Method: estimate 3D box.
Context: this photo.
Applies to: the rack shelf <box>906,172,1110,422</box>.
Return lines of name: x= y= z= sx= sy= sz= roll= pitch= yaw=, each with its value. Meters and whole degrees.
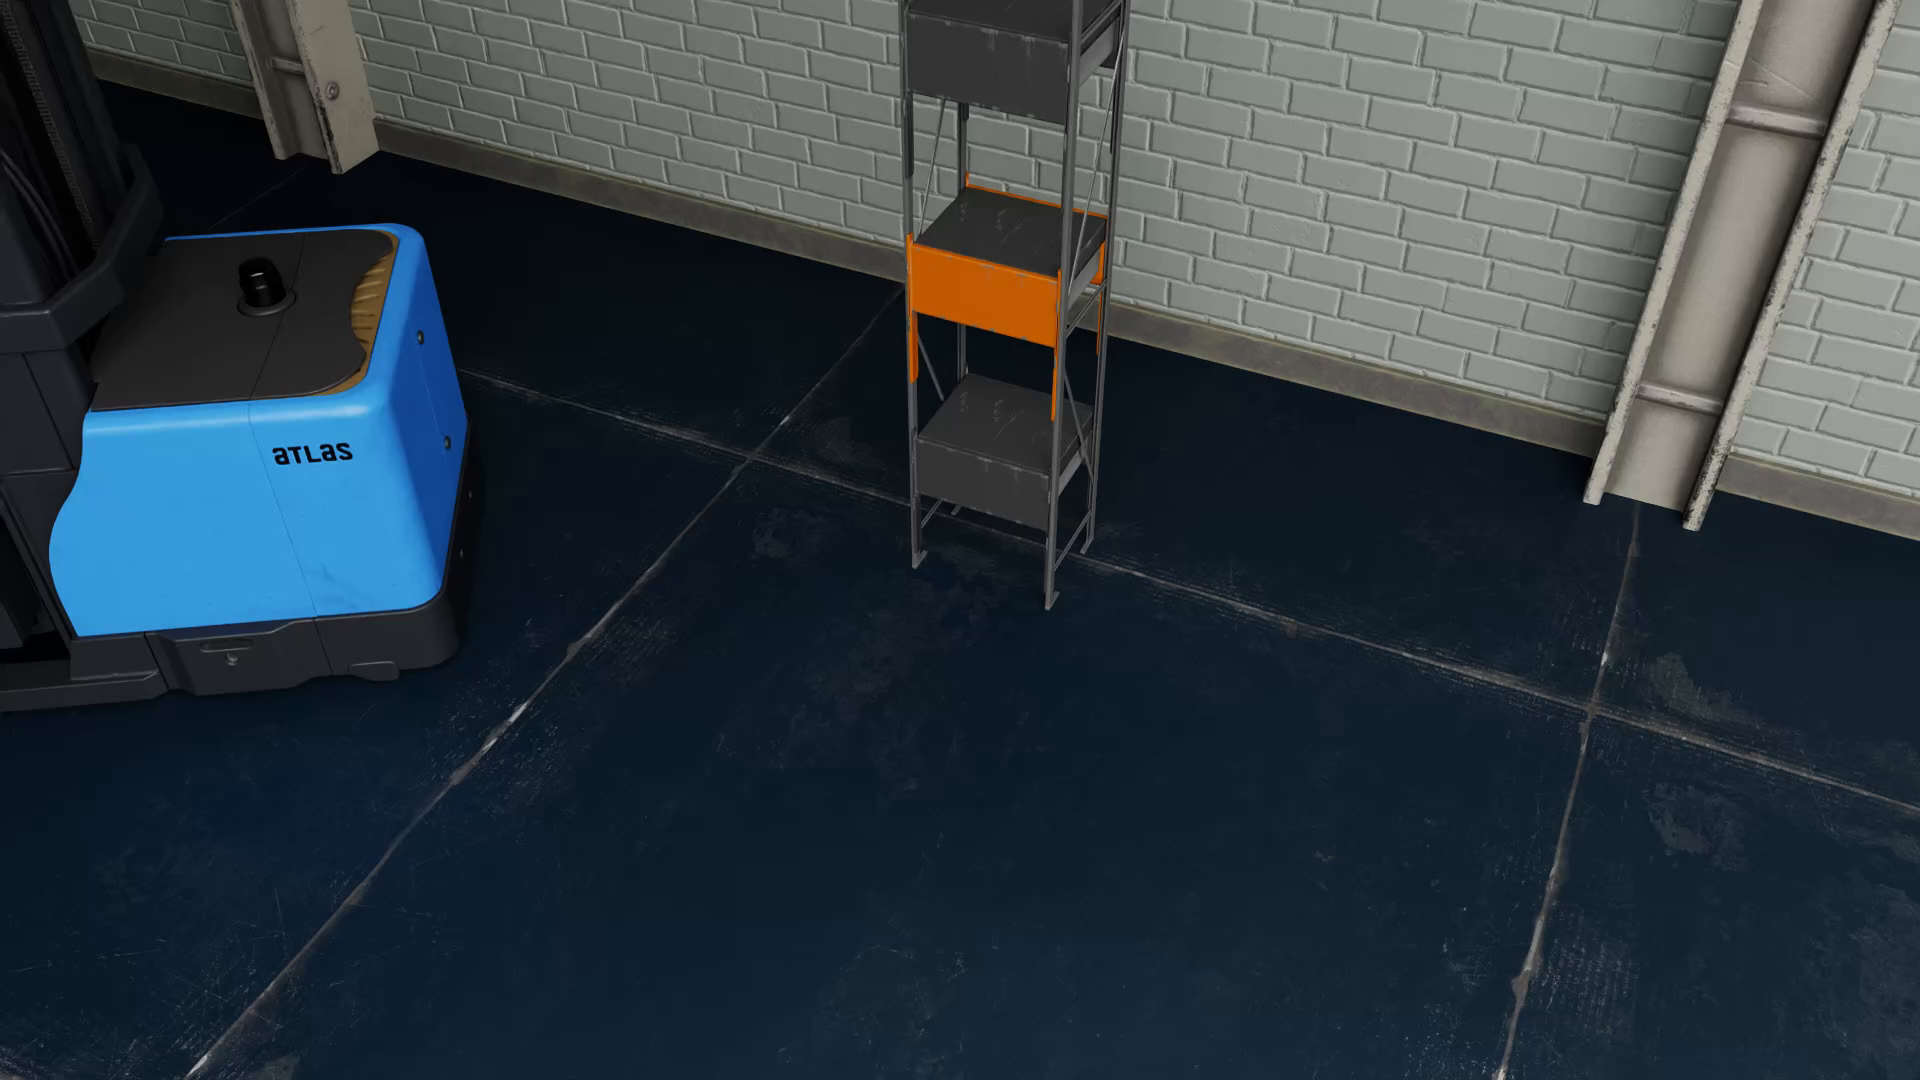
rack shelf: x=0.150 y=-0.737 z=5.018 sx=0.480 sy=0.518 sz=0.431 roll=17 pitch=44 yaw=19

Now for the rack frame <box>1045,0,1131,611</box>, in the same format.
rack frame: x=0.371 y=-0.680 z=4.931 sx=0.015 sy=2.100 sz=0.400 roll=17 pitch=44 yaw=19

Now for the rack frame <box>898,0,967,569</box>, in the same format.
rack frame: x=-0.071 y=-0.815 z=5.087 sx=0.015 sy=2.100 sz=0.400 roll=17 pitch=44 yaw=19

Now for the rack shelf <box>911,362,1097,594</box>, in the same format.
rack shelf: x=0.150 y=-0.208 z=5.477 sx=0.480 sy=0.518 sz=0.431 roll=17 pitch=44 yaw=19

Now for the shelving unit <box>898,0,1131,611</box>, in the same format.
shelving unit: x=0.150 y=-0.748 z=5.009 sx=0.503 sy=2.100 sz=0.431 roll=17 pitch=44 yaw=19

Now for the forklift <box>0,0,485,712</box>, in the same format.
forklift: x=-3.136 y=-0.880 z=4.527 sx=3.031 sy=2.935 sz=1.130 roll=-5 pitch=41 yaw=-5

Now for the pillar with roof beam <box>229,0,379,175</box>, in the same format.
pillar with roof beam: x=-4.803 y=-2.682 z=1.973 sx=0.400 sy=9.000 sz=9.100 roll=17 pitch=44 yaw=19

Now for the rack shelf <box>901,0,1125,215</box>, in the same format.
rack shelf: x=0.150 y=-1.266 z=4.560 sx=0.480 sy=0.518 sz=0.431 roll=17 pitch=44 yaw=19
